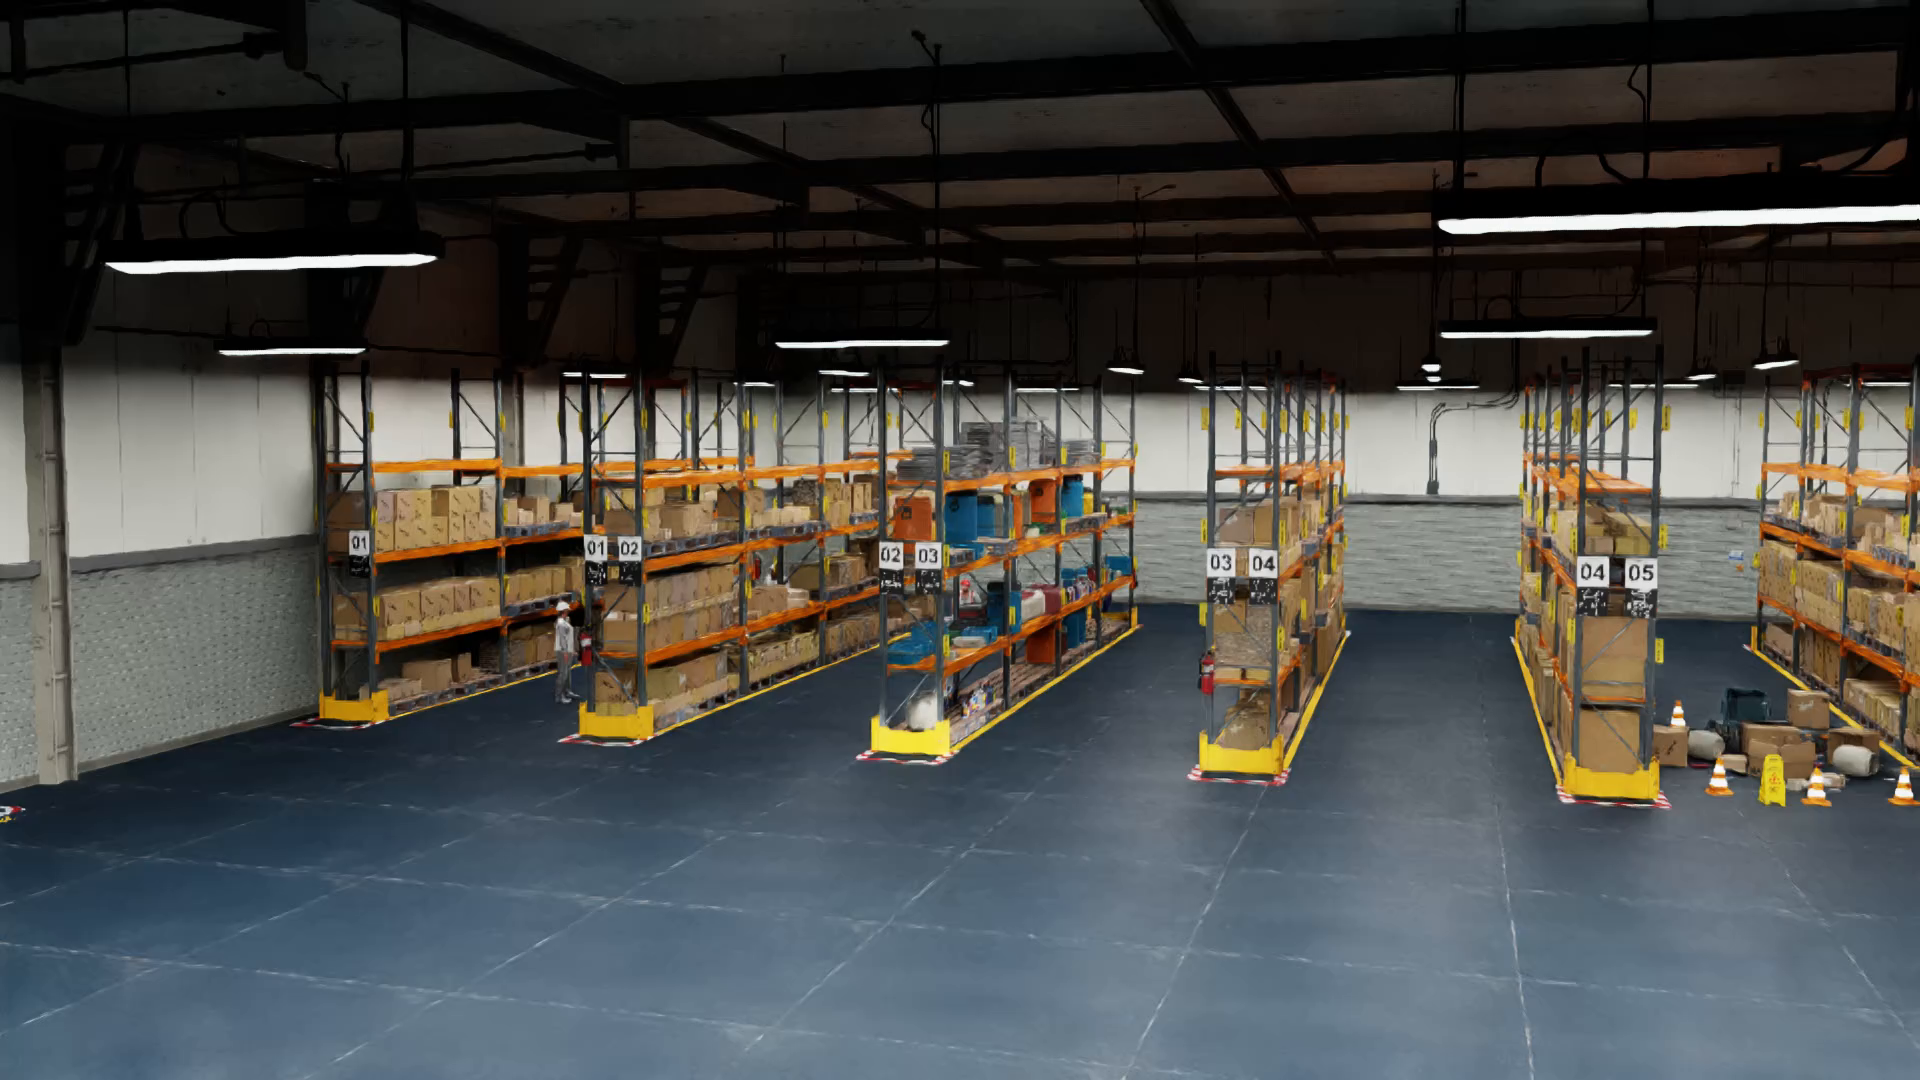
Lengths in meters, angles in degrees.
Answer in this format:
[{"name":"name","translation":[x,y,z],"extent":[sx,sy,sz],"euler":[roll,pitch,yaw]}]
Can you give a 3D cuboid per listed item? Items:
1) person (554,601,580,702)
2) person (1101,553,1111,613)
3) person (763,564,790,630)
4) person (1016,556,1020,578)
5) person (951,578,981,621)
[{"name":"person","translation":[-7.030,1.981,29.701],"extent":[0.450,1.776,0.584],"euler":[-1,4,-13]},{"name":"person","translation":[3.656,1.147,42.727],"extent":[0.546,1.621,0.547],"euler":[-2,4,-20]},{"name":"person","translation":[-4.243,1.400,38.410],"extent":[0.702,1.735,0.549],"euler":[1,4,14]},{"name":"person","translation":[1.311,0.956,44.903],"extent":[0.642,1.659,0.454],"euler":[-4,6,-44]},{"name":"person","translation":[0.130,1.656,34.786],"extent":[0.677,1.742,0.552],"euler":[1,4,15]}]
